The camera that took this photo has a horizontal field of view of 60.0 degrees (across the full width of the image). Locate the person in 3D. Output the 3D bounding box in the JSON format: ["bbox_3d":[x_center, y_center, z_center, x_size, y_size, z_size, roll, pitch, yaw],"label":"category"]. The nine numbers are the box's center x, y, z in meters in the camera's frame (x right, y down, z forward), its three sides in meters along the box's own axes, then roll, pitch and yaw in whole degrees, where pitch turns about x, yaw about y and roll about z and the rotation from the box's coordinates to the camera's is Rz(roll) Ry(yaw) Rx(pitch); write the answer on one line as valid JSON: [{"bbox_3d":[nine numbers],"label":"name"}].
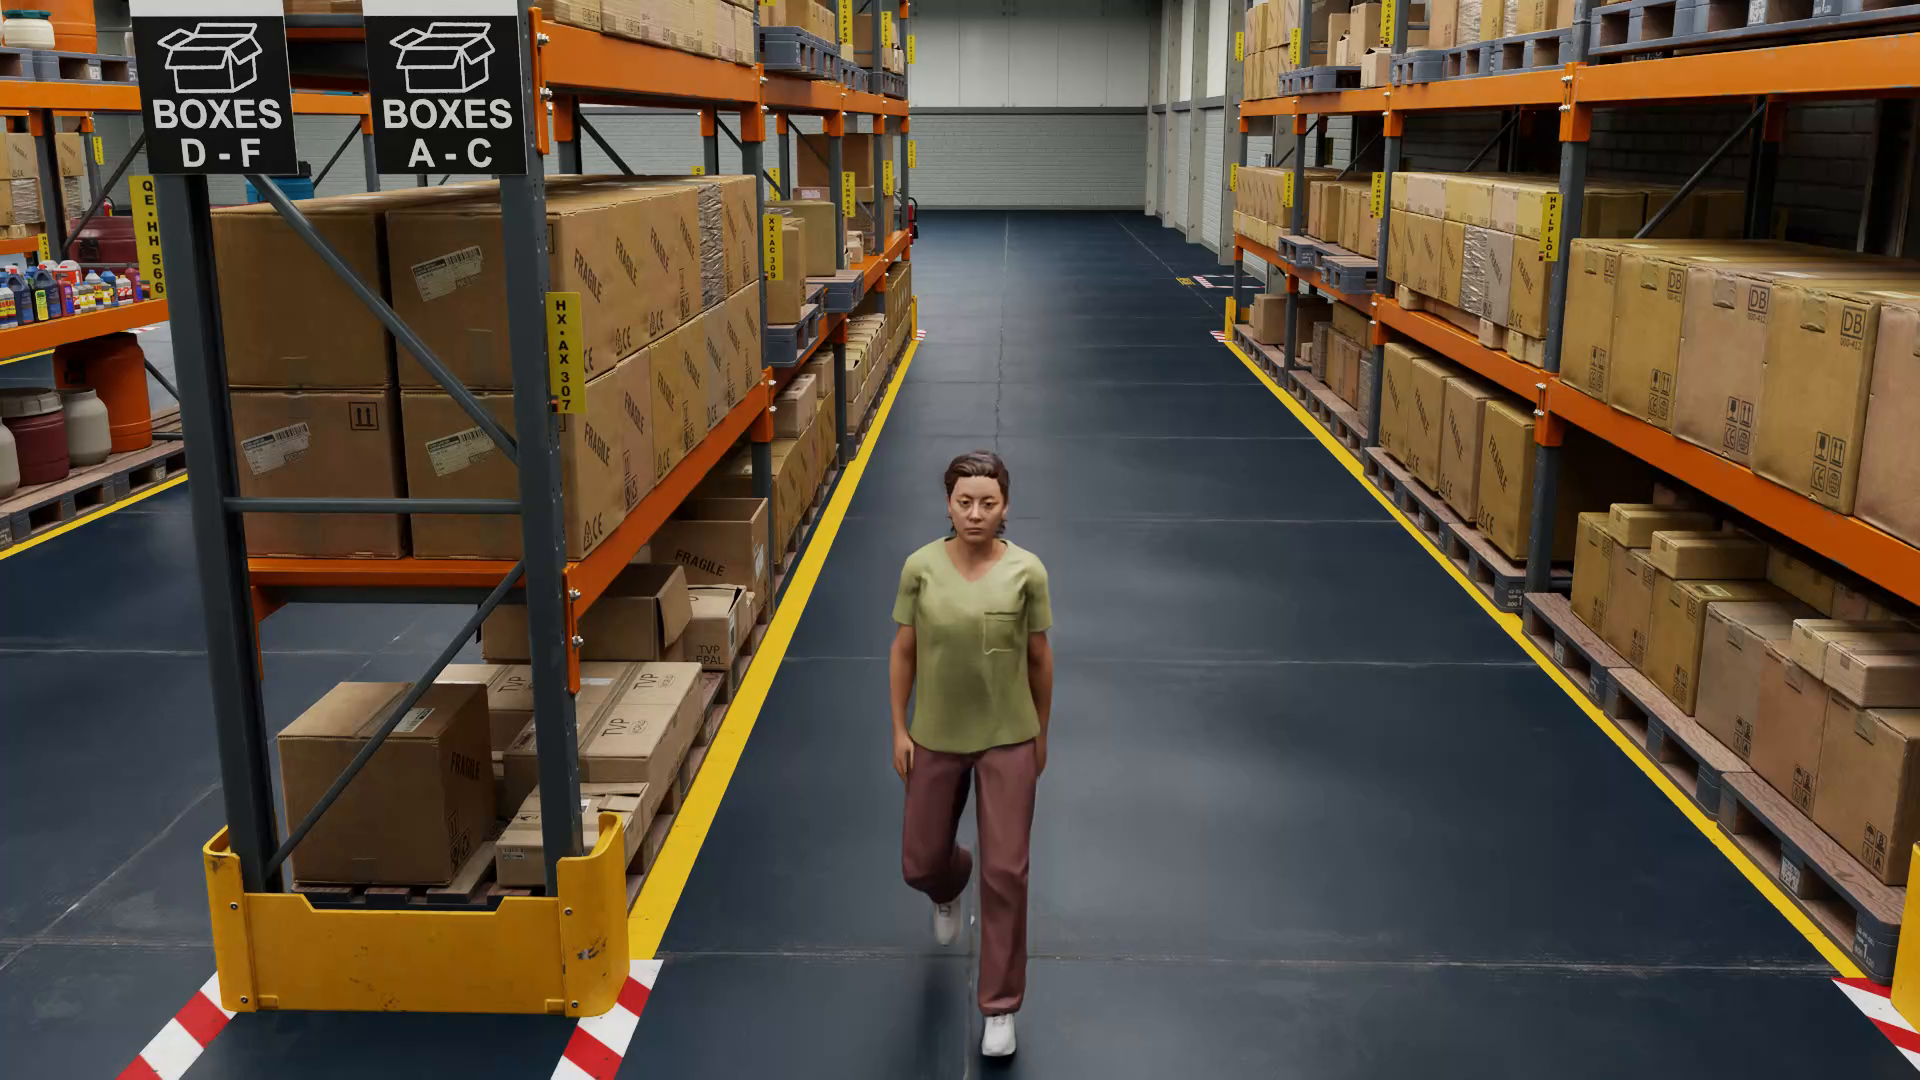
[{"bbox_3d":[0.032,0.553,4.747,0.462,1.651,0.754,1,14,4],"label":"person"}]
